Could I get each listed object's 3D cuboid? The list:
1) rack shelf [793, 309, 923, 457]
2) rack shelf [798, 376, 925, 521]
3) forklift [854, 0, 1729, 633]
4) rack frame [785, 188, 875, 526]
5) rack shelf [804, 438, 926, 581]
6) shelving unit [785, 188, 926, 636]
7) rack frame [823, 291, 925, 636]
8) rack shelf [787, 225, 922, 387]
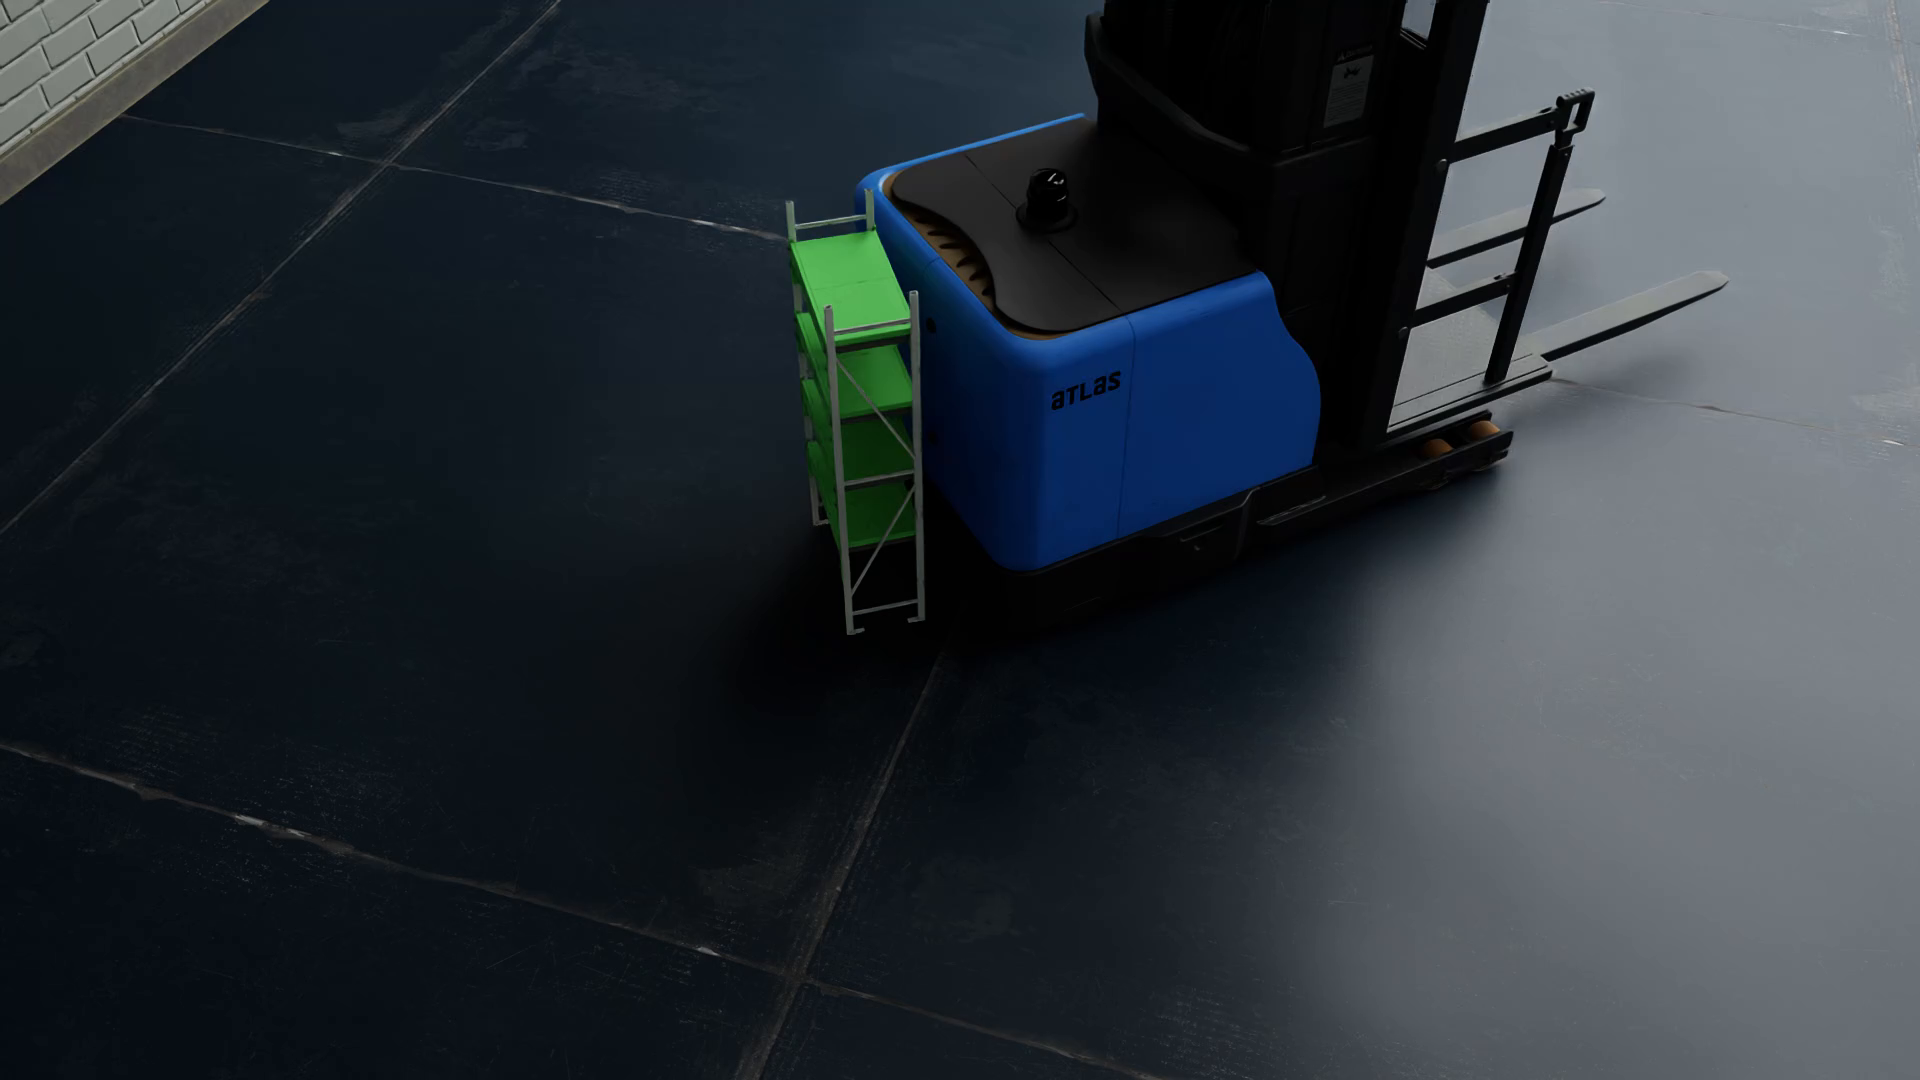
[{"bbox_3d":[-0.287,-0.461,4.611,0.258,0.148,0.480,-11,45,-11],"label":"rack shelf"},{"bbox_3d":[-0.287,-0.289,4.779,0.258,0.148,0.480,-11,45,-11],"label":"rack shelf"},{"bbox_3d":[1.225,-1.518,4.705,3.031,2.935,1.130,-20,48,-20],"label":"forklift"},{"bbox_3d":[-0.352,-0.499,4.902,0.240,1.200,0.015,-11,45,-11],"label":"rack frame"},{"bbox_3d":[-0.287,-0.118,4.947,0.258,0.148,0.480,-11,45,-11],"label":"rack shelf"},{"bbox_3d":[-0.287,-0.335,4.734,0.258,1.200,0.503,-11,45,-11],"label":"shelving unit"},{"bbox_3d":[-0.222,-0.170,4.566,0.240,1.200,0.015,-11,45,-11],"label":"rack frame"},{"bbox_3d":[-0.287,-0.632,4.443,0.258,0.148,0.480,-11,45,-11],"label":"rack shelf"}]
